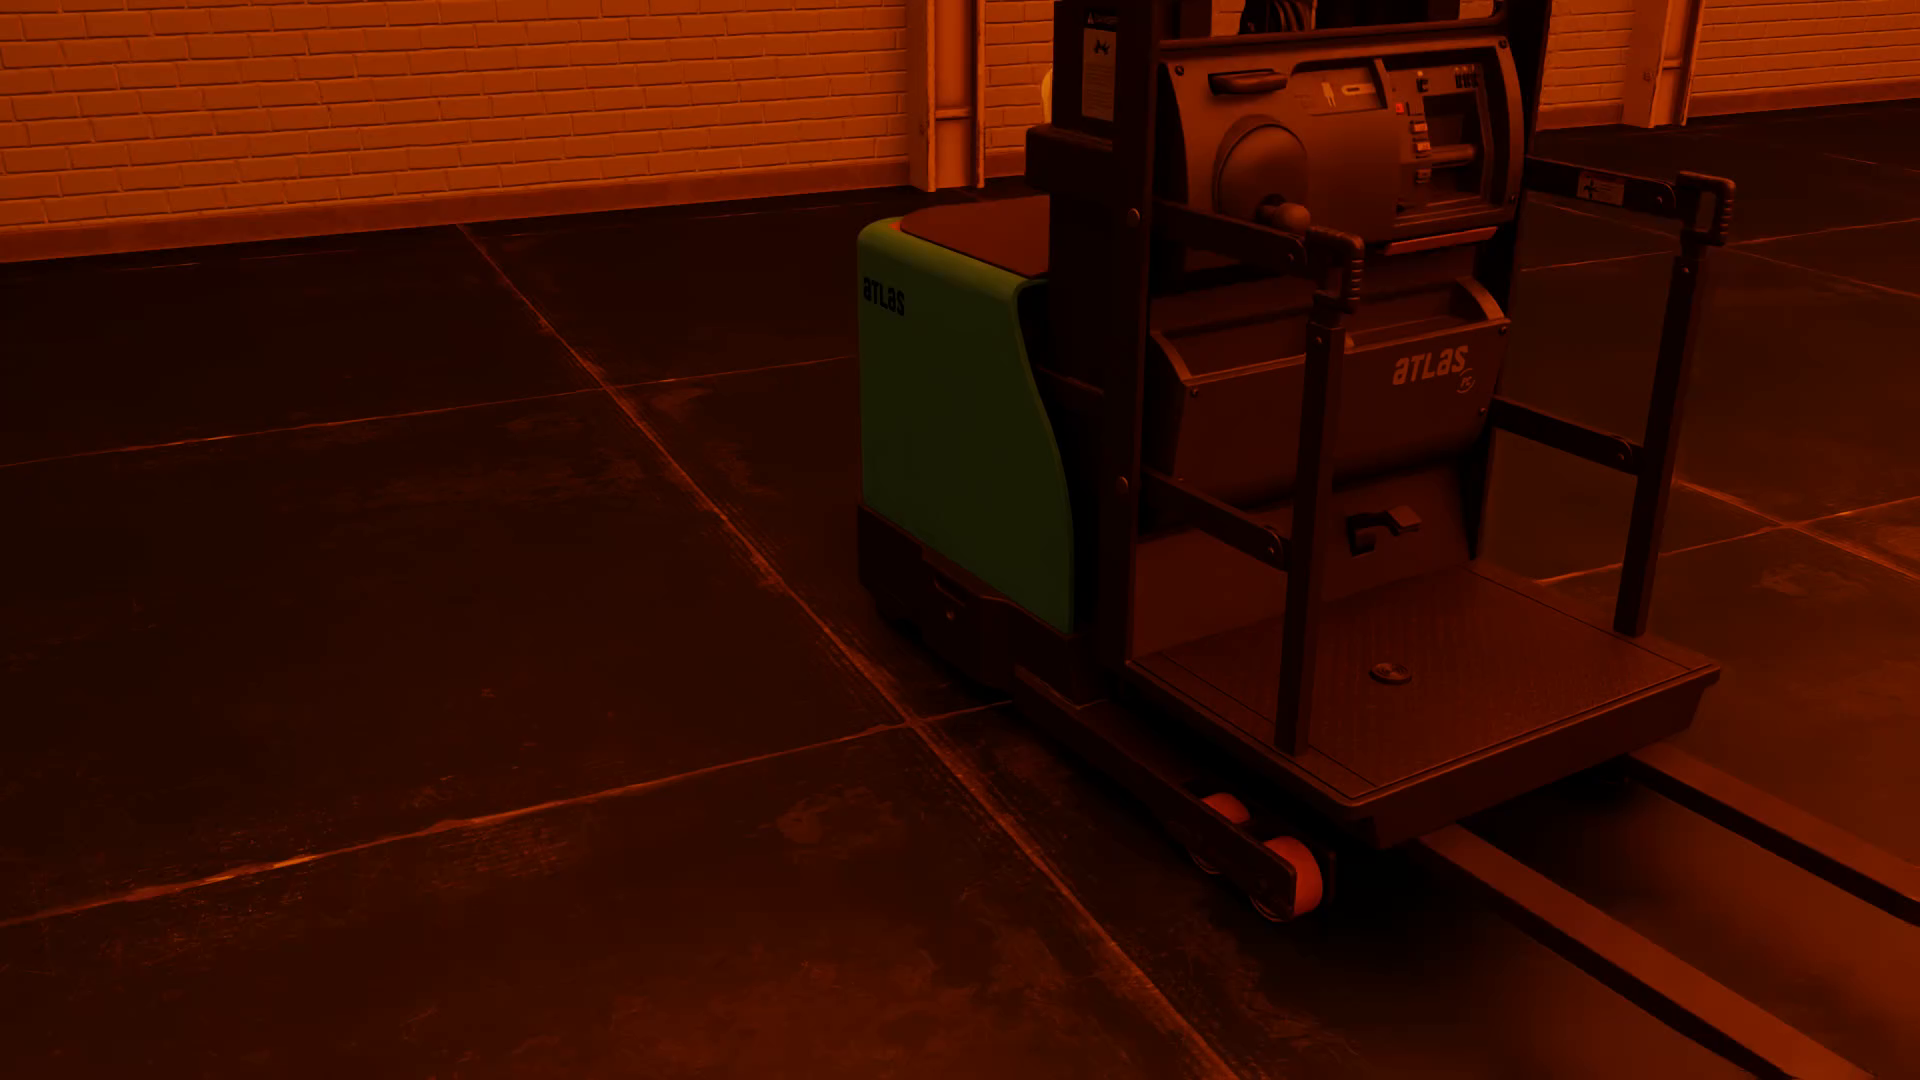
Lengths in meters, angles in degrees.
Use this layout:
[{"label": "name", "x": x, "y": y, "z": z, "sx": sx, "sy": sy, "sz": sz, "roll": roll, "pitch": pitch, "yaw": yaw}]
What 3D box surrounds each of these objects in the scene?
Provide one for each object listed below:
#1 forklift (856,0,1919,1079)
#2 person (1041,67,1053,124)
[{"label": "forklift", "x": 0.916, "y": -0.803, "z": 3.220, "sx": 1.130, "sy": 2.935, "sz": 3.031, "roll": -13, "pitch": 26, "yaw": -29}, {"label": "person", "x": 0.565, "y": -0.901, "z": 5.099, "sx": 0.729, "sy": 1.699, "sz": 0.814, "roll": 20, "pitch": 30, "yaw": 39}]
